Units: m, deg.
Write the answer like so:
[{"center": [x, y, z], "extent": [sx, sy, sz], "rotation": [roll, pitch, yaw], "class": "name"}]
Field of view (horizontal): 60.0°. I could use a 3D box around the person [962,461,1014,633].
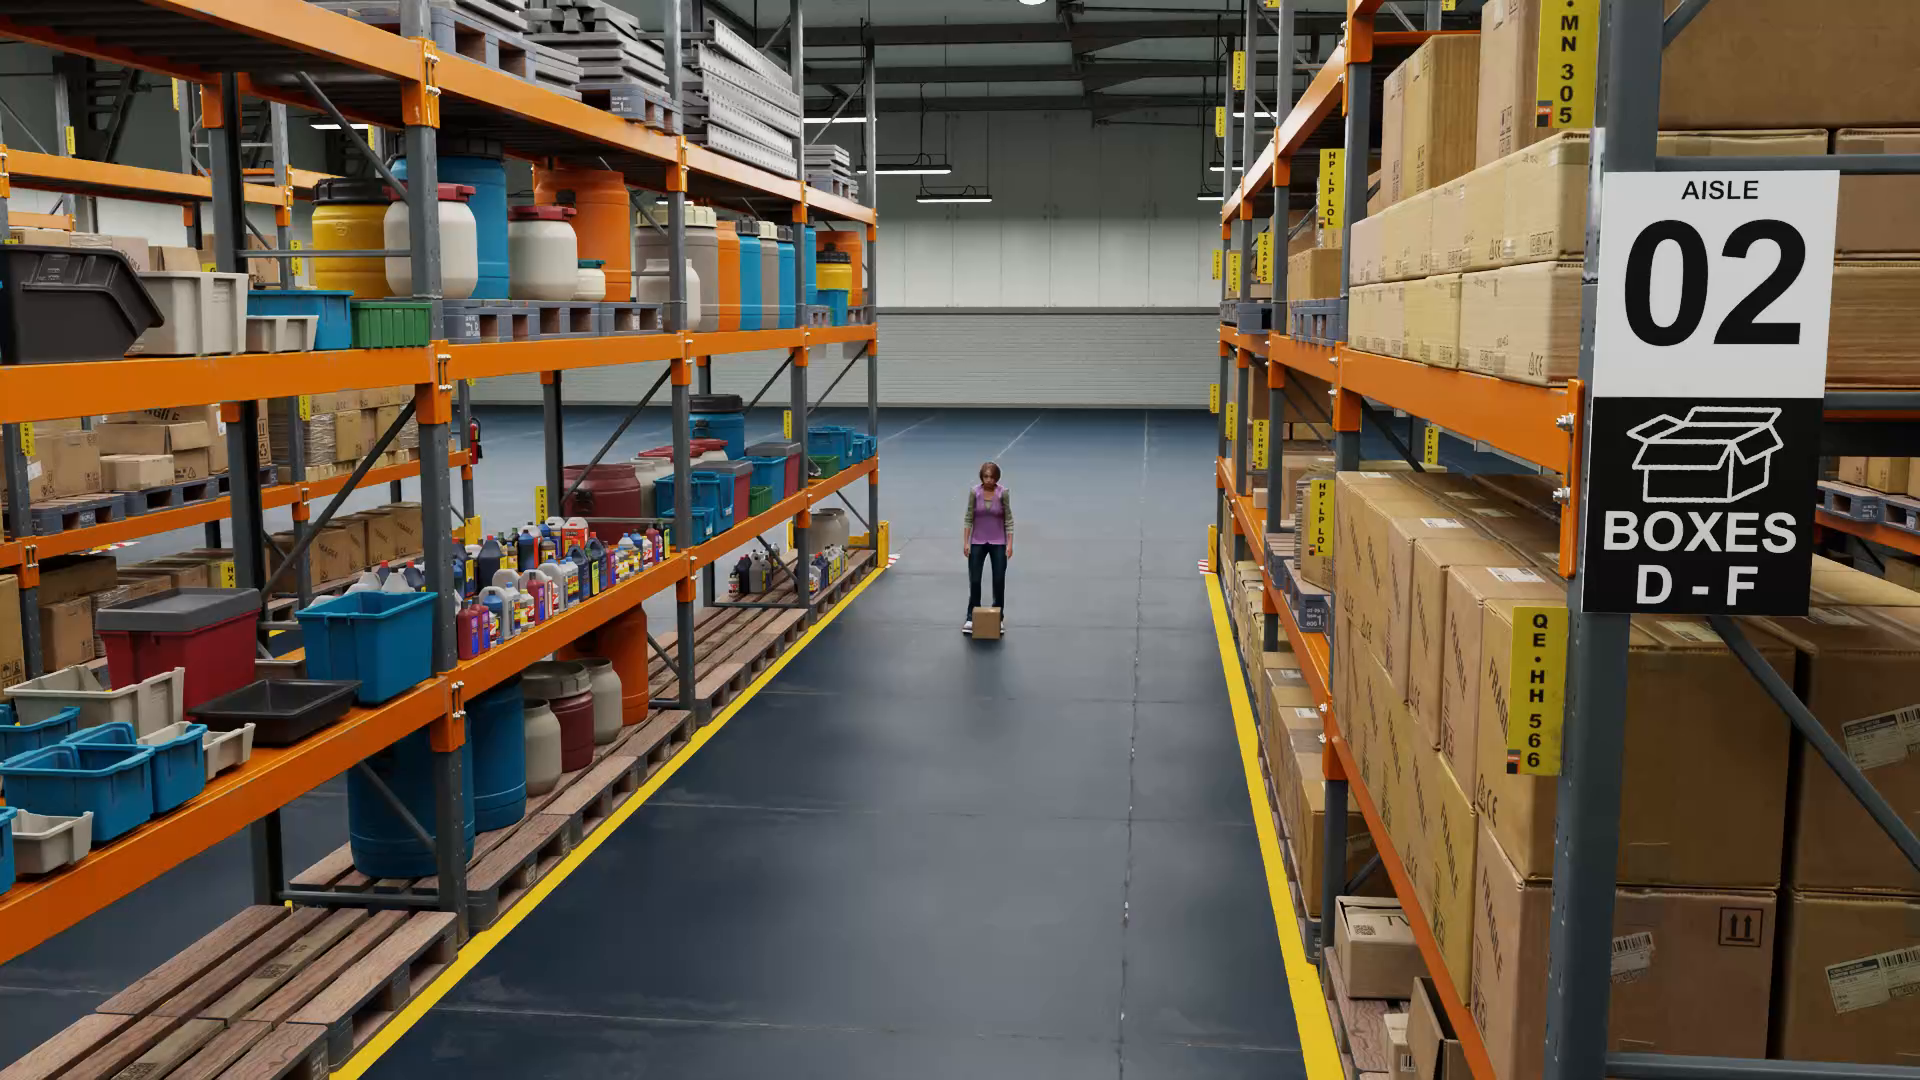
[{"center": [0.261, 0.064, 15.384], "extent": [0.468, 1.591, 0.350], "rotation": [1, 8, 6], "class": "person"}]
